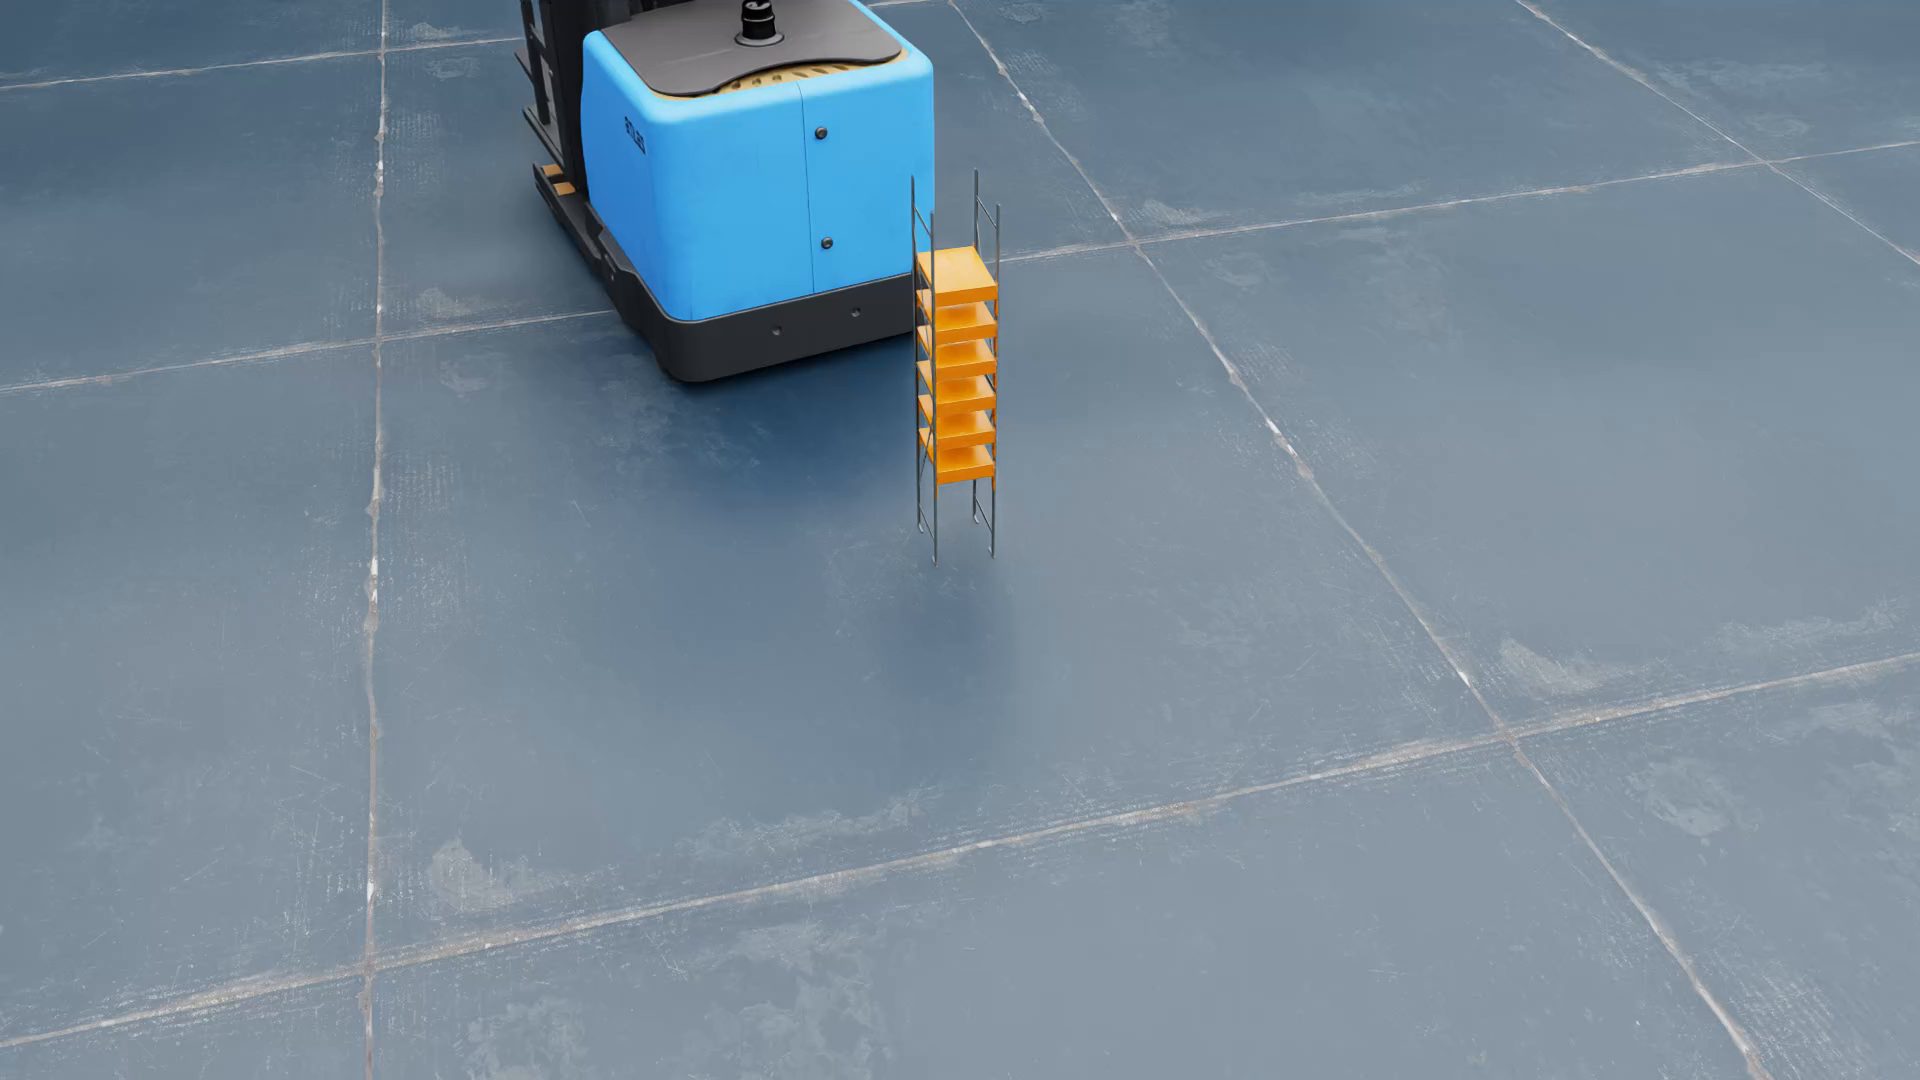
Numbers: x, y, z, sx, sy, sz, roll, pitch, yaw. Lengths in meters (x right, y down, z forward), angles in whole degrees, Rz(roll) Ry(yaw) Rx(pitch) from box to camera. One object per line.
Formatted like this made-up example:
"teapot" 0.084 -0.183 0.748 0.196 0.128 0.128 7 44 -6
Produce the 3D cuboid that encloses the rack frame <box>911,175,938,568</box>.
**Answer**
"rack frame" -0.102 -0.460 4.864 0.006 1.200 0.240 -9 38 -12

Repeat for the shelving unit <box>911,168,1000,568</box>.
"shelving unit" -0.014 -0.474 4.882 0.189 1.200 0.258 -9 38 -12

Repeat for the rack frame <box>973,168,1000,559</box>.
"rack frame" 0.074 -0.489 4.901 0.006 1.200 0.240 -9 38 -12

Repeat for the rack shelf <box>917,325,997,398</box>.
"rack shelf" -0.014 -0.534 4.837 0.180 0.103 0.258 -9 38 -12

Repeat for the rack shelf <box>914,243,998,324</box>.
"rack shelf" -0.014 -0.725 4.691 0.180 0.103 0.258 -9 38 -12

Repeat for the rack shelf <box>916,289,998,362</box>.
"rack shelf" -0.014 -0.630 4.764 0.180 0.103 0.258 -9 38 -12

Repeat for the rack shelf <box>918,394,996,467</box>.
"rack shelf" -0.014 -0.344 4.982 0.180 0.103 0.258 -9 38 -12

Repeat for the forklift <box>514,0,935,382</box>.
"forklift" -1.170 -2.607 6.246 1.130 2.935 3.031 -16 40 -20

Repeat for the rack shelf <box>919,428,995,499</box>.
"rack shelf" -0.014 -0.248 5.055 0.180 0.103 0.258 -9 38 -12

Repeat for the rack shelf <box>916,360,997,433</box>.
"rack shelf" -0.014 -0.439 4.909 0.180 0.103 0.258 -9 38 -12
